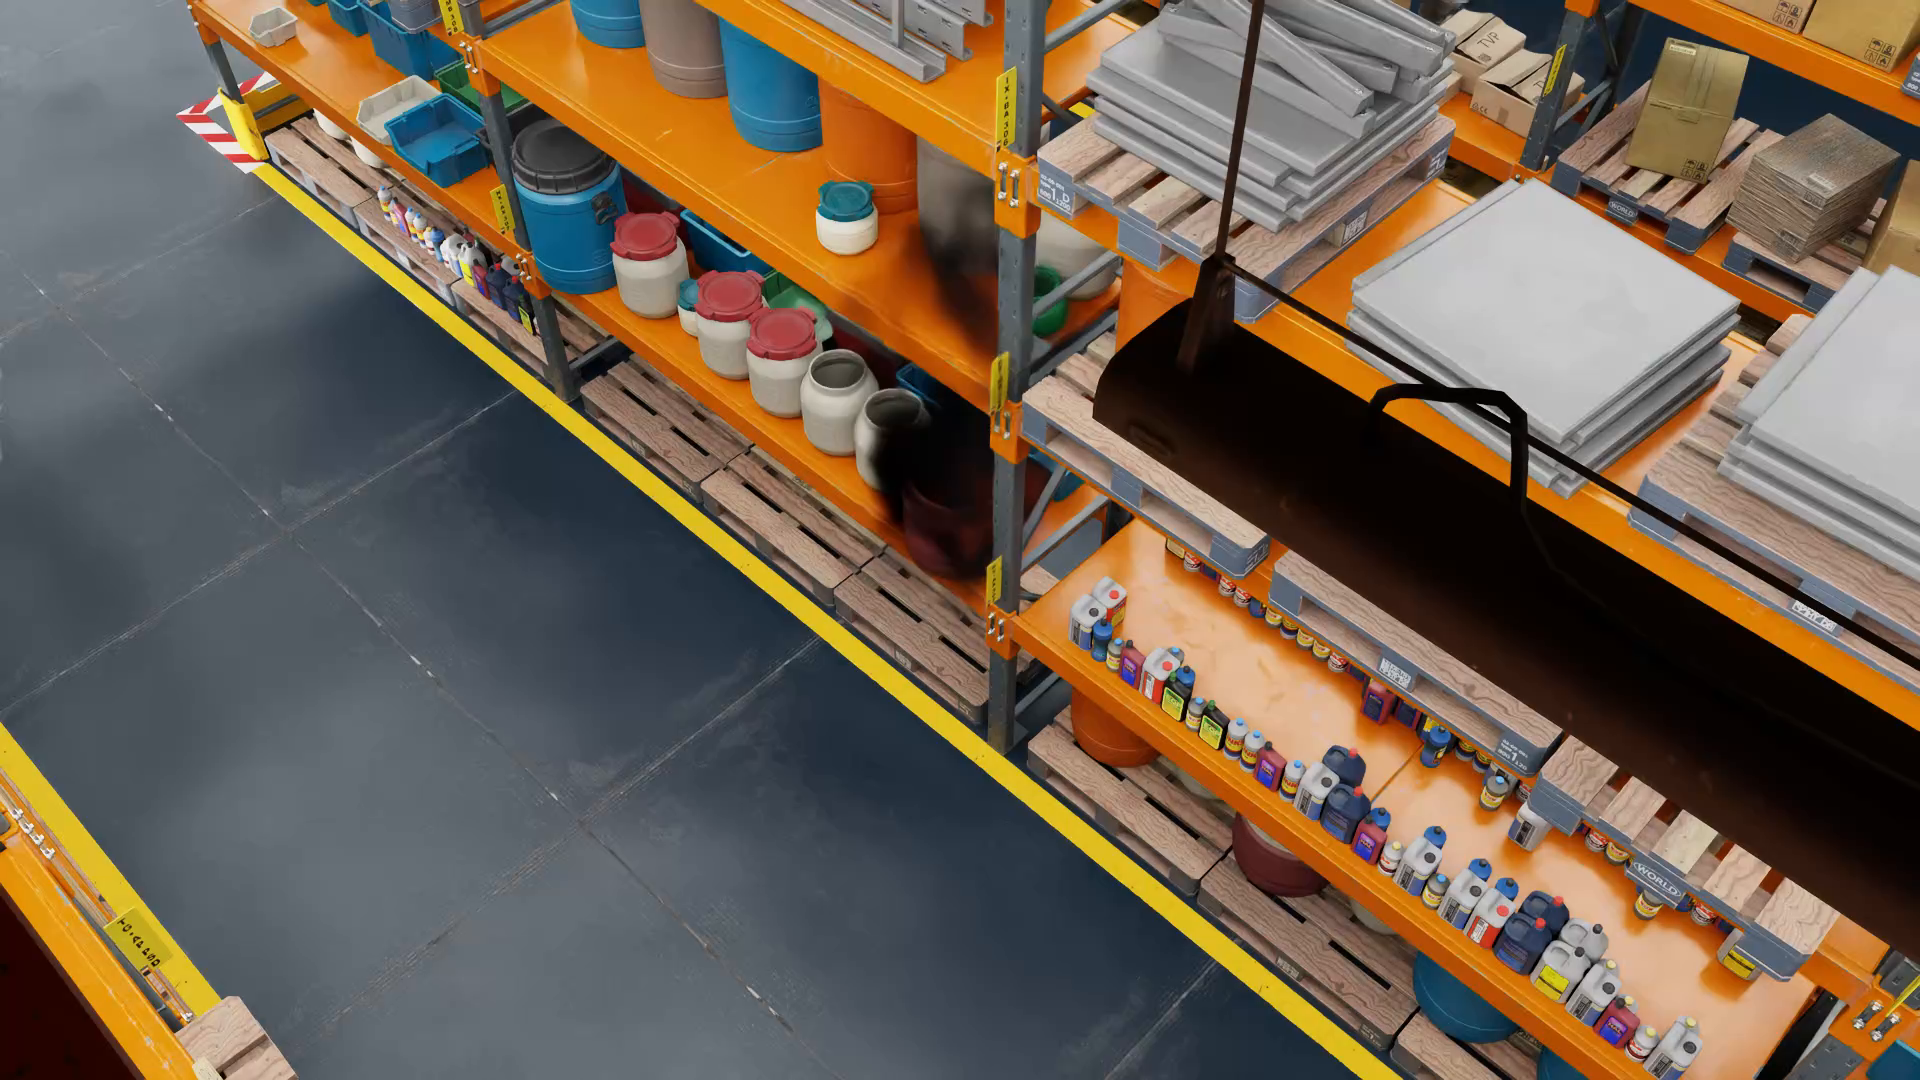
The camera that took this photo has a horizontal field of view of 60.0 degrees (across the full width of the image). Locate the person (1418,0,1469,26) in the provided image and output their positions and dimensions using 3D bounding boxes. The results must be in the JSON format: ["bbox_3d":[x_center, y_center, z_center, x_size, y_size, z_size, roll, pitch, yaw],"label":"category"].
[{"bbox_3d":[3.800,-4.289,12.863,0.688,1.739,0.593,-37,59,-27],"label":"person"}]
